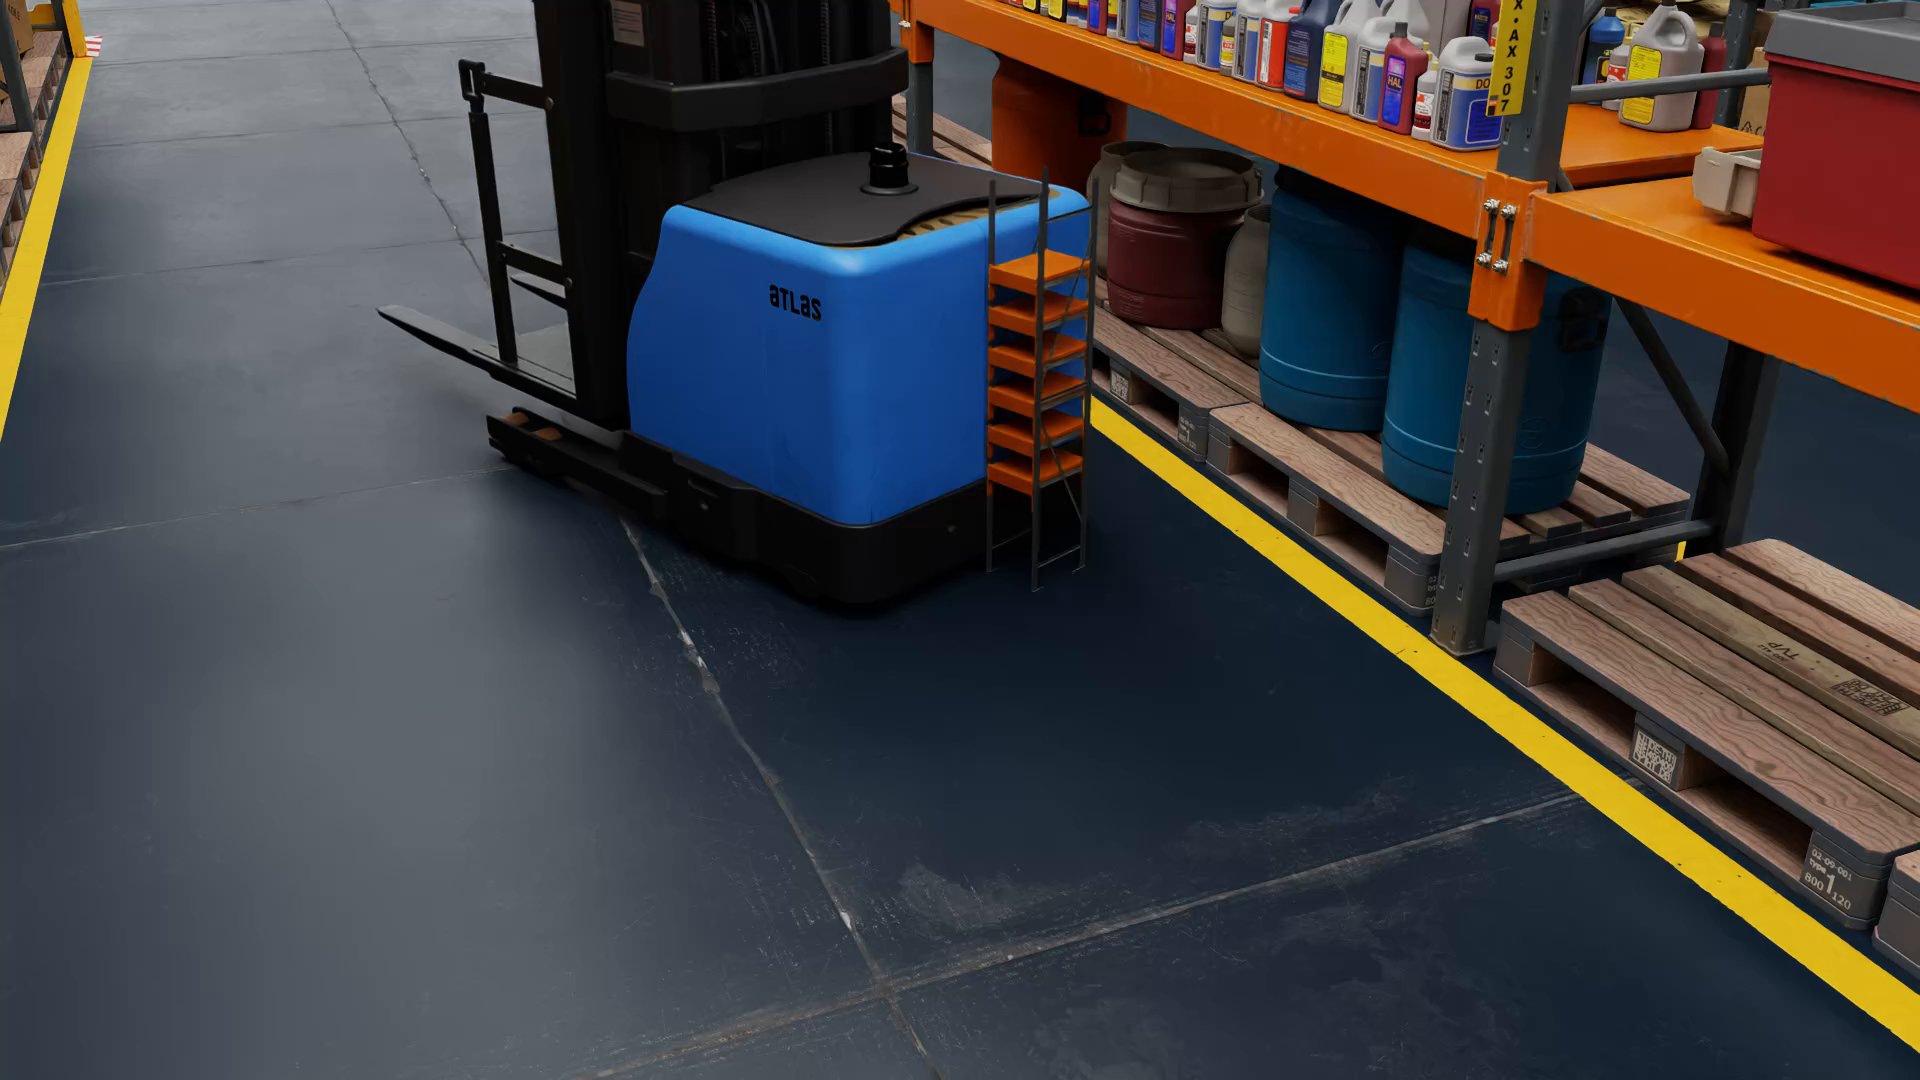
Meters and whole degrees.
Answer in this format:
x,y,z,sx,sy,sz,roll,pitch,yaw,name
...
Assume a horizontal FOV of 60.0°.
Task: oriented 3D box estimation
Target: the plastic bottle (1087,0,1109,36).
x,y,z,sx,sy,sz,roll,pitch,yaw,name
0.516,-1.985,6.031,0.061,0.283,0.133,-11,28,-21,plastic bottle

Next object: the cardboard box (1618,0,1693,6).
x,y,z,sx,sy,sz,roll,pitch,yaw,name
4.447,-3.476,10.967,0.500,0.311,0.500,-11,28,-22,cardboard box

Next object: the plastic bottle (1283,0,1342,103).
x,y,z,sx,sy,sz,roll,pitch,yaw,name
1.067,-1.495,4.949,0.144,0.351,0.185,-11,28,-21,plastic bottle

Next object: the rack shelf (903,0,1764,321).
x,y,z,sx,sy,sz,roll,pitch,yaw,name
1.017,-1.612,5.952,1.077,0.370,4.000,-11,28,-21,rack shelf

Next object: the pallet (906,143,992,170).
x,y,z,sx,sy,sz,roll,pitch,yaw,name
-0.034,-1.809,8.714,1.003,0.211,1.213,-11,28,-21,pallet

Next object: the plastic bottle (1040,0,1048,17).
x,y,z,sx,sy,sz,roll,pitch,yaw,name
0.359,-2.131,6.422,0.097,0.201,0.097,0,26,0,plastic bottle

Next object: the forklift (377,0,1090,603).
x,y,z,sx,sy,sz,roll,pitch,yaw,name
-1.006,-1.680,5.351,3.031,2.935,1.130,23,34,39,forklift

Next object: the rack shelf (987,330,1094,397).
x,y,z,sx,sy,sz,roll,pitch,yaw,name
0.230,-0.513,4.761,0.180,0.103,0.258,23,34,39,rack shelf

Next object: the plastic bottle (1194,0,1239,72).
x,y,z,sx,sy,sz,roll,pitch,yaw,name
0.864,-1.675,5.402,0.152,0.276,0.135,-11,28,-21,plastic bottle

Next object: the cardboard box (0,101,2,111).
x,y,z,sx,sy,sz,roll,pitch,yaw,name
-6.010,-2.740,9.814,0.500,0.500,0.500,-11,28,-22,cardboard box

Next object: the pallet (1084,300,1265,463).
x,y,z,sx,sy,sz,roll,pitch,yaw,name
1.055,-0.687,6.415,1.003,0.211,1.213,-11,28,-21,pallet

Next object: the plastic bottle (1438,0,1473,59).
x,y,z,sx,sy,sz,roll,pitch,yaw,name
1.607,-1.698,5.450,0.152,0.276,0.135,-11,28,-21,plastic bottle

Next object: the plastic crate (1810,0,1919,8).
x,y,z,sx,sy,sz,roll,pitch,yaw,name
2.297,-1.018,3.865,0.392,0.384,0.575,-11,28,-21,plastic crate

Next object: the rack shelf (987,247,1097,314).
x,y,z,sx,sy,sz,roll,pitch,yaw,name
0.230,-0.729,4.656,0.180,0.103,0.258,23,34,39,rack shelf

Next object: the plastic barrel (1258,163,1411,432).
x,y,z,sx,sy,sz,roll,pitch,yaw,name
1.325,-0.882,5.550,0.600,0.901,0.708,-11,28,-21,plastic barrel

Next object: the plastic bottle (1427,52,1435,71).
x,y,z,sx,sy,sz,roll,pitch,yaw,name
1.281,-1.248,4.614,0.097,0.201,0.097,0,26,0,plastic bottle

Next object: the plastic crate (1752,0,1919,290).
x,y,z,sx,sy,sz,roll,pitch,yaw,name
1.919,-0.780,3.287,0.402,0.464,0.583,-11,28,-21,plastic crate

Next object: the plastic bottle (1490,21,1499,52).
x,y,z,sx,sy,sz,roll,pitch,yaw,name
1.730,-1.569,5.270,0.097,0.201,0.097,0,26,0,plastic bottle

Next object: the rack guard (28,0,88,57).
x,y,z,sx,sy,sz,roll,pitch,yaw,name
-7.427,-3.967,12.805,1.175,0.500,0.348,-11,28,-21,rack guard

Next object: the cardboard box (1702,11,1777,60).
x,y,z,sx,sy,sz,roll,pitch,yaw,name
4.858,-3.059,10.113,0.500,0.311,0.500,-10,28,-19,cardboard box

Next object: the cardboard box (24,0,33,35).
x,y,z,sx,sy,sz,roll,pitch,yaw,name
-7.227,-3.932,12.254,0.500,0.500,0.500,-5,27,-11,cardboard box

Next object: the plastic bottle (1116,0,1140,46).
x,y,z,sx,sy,sz,roll,pitch,yaw,name
0.649,-1.897,5.857,0.152,0.276,0.135,-11,28,-21,plastic bottle

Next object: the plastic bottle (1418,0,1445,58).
x,y,z,sx,sy,sz,roll,pitch,yaw,name
1.467,-1.672,5.397,0.152,0.276,0.135,-11,28,-21,plastic bottle

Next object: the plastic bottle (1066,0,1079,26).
x,y,z,sx,sy,sz,roll,pitch,yaw,name
0.450,-2.069,6.216,0.097,0.271,0.097,0,26,0,plastic bottle

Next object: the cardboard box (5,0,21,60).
x,y,z,sx,sy,sz,roll,pitch,yaw,name
-6.734,-3.440,11.247,0.500,0.500,0.500,-8,27,-16,cardboard box

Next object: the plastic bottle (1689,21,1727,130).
x,y,z,sx,sy,sz,roll,pitch,yaw,name
2.049,-1.297,4.620,0.061,0.283,0.133,-11,28,-21,plastic bottle

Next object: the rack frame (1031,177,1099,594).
x,y,z,sx,sy,sz,roll,pitch,yaw,name
0.296,-0.417,4.737,0.006,1.200,0.240,23,34,39,rack frame

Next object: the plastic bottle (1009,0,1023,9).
x,y,z,sx,sy,sz,roll,pitch,yaw,name
0.287,-2.270,6.621,0.152,0.276,0.135,-11,28,-21,plastic bottle

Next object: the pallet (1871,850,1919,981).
x,y,z,sx,sy,sz,roll,pitch,yaw,name
2.605,0.909,3.148,1.003,0.211,1.213,-11,28,-21,pallet

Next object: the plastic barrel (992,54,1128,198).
x,y,z,sx,sy,sz,roll,pitch,yaw,name
0.441,-1.761,7.434,0.600,0.830,0.708,-11,28,-21,plastic barrel

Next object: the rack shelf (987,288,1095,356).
x,y,z,sx,sy,sz,roll,pitch,yaw,name
0.230,-0.621,4.709,0.180,0.103,0.258,23,34,39,rack shelf

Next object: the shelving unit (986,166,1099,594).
x,y,z,sx,sy,sz,roll,pitch,yaw,name
0.230,-0.445,4.794,0.189,1.200,0.258,23,34,39,shelving unit

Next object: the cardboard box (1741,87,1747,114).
x,y,z,sx,sy,sz,roll,pitch,yaw,name
4.858,-2.807,10.236,0.500,0.250,0.500,-11,28,-21,cardboard box

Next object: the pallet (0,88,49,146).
x,y,z,sx,sy,sz,roll,pitch,yaw,name
-6.186,-2.518,10.167,1.003,0.211,1.213,-11,28,-21,pallet

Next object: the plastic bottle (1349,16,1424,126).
x,y,z,sx,sy,sz,roll,pitch,yaw,name
1.205,-1.323,4.682,0.152,0.276,0.135,-11,28,-21,plastic bottle

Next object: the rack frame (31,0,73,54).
x,y,z,sx,sy,sz,roll,pitch,yaw,name
-7.457,-5.121,12.320,1.000,3.000,0.127,-11,28,-21,rack frame

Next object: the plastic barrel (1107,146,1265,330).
x,y,z,sx,sy,sz,roll,pitch,yaw,name
0.883,-1.197,6.553,0.600,0.588,0.708,-11,28,-21,plastic barrel

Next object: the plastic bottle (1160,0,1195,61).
x,y,z,sx,sy,sz,roll,pitch,yaw,name
0.732,-1.763,5.576,0.061,0.283,0.133,-11,28,-21,plastic bottle

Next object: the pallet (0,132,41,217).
x,y,z,sx,sy,sz,roll,pitch,yaw,name
-5.584,-1.939,8.981,1.003,0.211,1.213,-11,28,-21,pallet

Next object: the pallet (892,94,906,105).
x,y,z,sx,sy,sz,roll,pitch,yaw,name
-0.990,-2.794,10.732,1.003,0.211,1.213,-11,28,-21,pallet

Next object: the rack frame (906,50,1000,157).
x,y,z,sx,sy,sz,roll,pitch,yaw,name
0.234,-2.742,7.448,1.000,3.000,0.127,-11,28,-21,rack frame

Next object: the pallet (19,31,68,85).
x,y,z,sx,sy,sz,roll,pitch,yaw,name
-7.141,-3.503,12.185,1.003,0.211,1.213,-11,28,-21,pallet

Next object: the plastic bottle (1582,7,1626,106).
x,y,z,sx,sy,sz,roll,pitch,yaw,name
1.897,-1.428,4.902,0.097,0.271,0.097,0,26,0,plastic bottle

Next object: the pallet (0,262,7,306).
x,y,z,sx,sy,sz,roll,pitch,yaw,name
-4.628,-0.954,6.964,1.003,0.211,1.213,-11,28,-21,pallet

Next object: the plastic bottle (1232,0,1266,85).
x,y,z,sx,sy,sz,roll,pitch,yaw,name
0.955,-1.581,5.210,0.152,0.276,0.135,-11,28,-21,plastic bottle

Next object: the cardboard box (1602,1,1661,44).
x,y,z,sx,sy,sz,roll,pitch,yaw,name
4.152,-3.175,10.350,0.500,0.311,0.500,-11,28,-21,cardboard box

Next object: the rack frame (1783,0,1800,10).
x,y,z,sx,sy,sz,roll,pitch,yaw,name
7.783,-6.059,14.242,1.000,3.000,0.127,-11,28,-21,rack frame

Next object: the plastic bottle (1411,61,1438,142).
x,y,z,sx,sy,sz,roll,pitch,yaw,name
1.278,-1.184,4.483,0.097,0.201,0.097,0,26,0,plastic bottle

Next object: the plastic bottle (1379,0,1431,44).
x,y,z,sx,sy,sz,roll,pitch,yaw,name
1.272,-1.445,4.847,0.144,0.351,0.185,-11,28,-21,plastic bottle
